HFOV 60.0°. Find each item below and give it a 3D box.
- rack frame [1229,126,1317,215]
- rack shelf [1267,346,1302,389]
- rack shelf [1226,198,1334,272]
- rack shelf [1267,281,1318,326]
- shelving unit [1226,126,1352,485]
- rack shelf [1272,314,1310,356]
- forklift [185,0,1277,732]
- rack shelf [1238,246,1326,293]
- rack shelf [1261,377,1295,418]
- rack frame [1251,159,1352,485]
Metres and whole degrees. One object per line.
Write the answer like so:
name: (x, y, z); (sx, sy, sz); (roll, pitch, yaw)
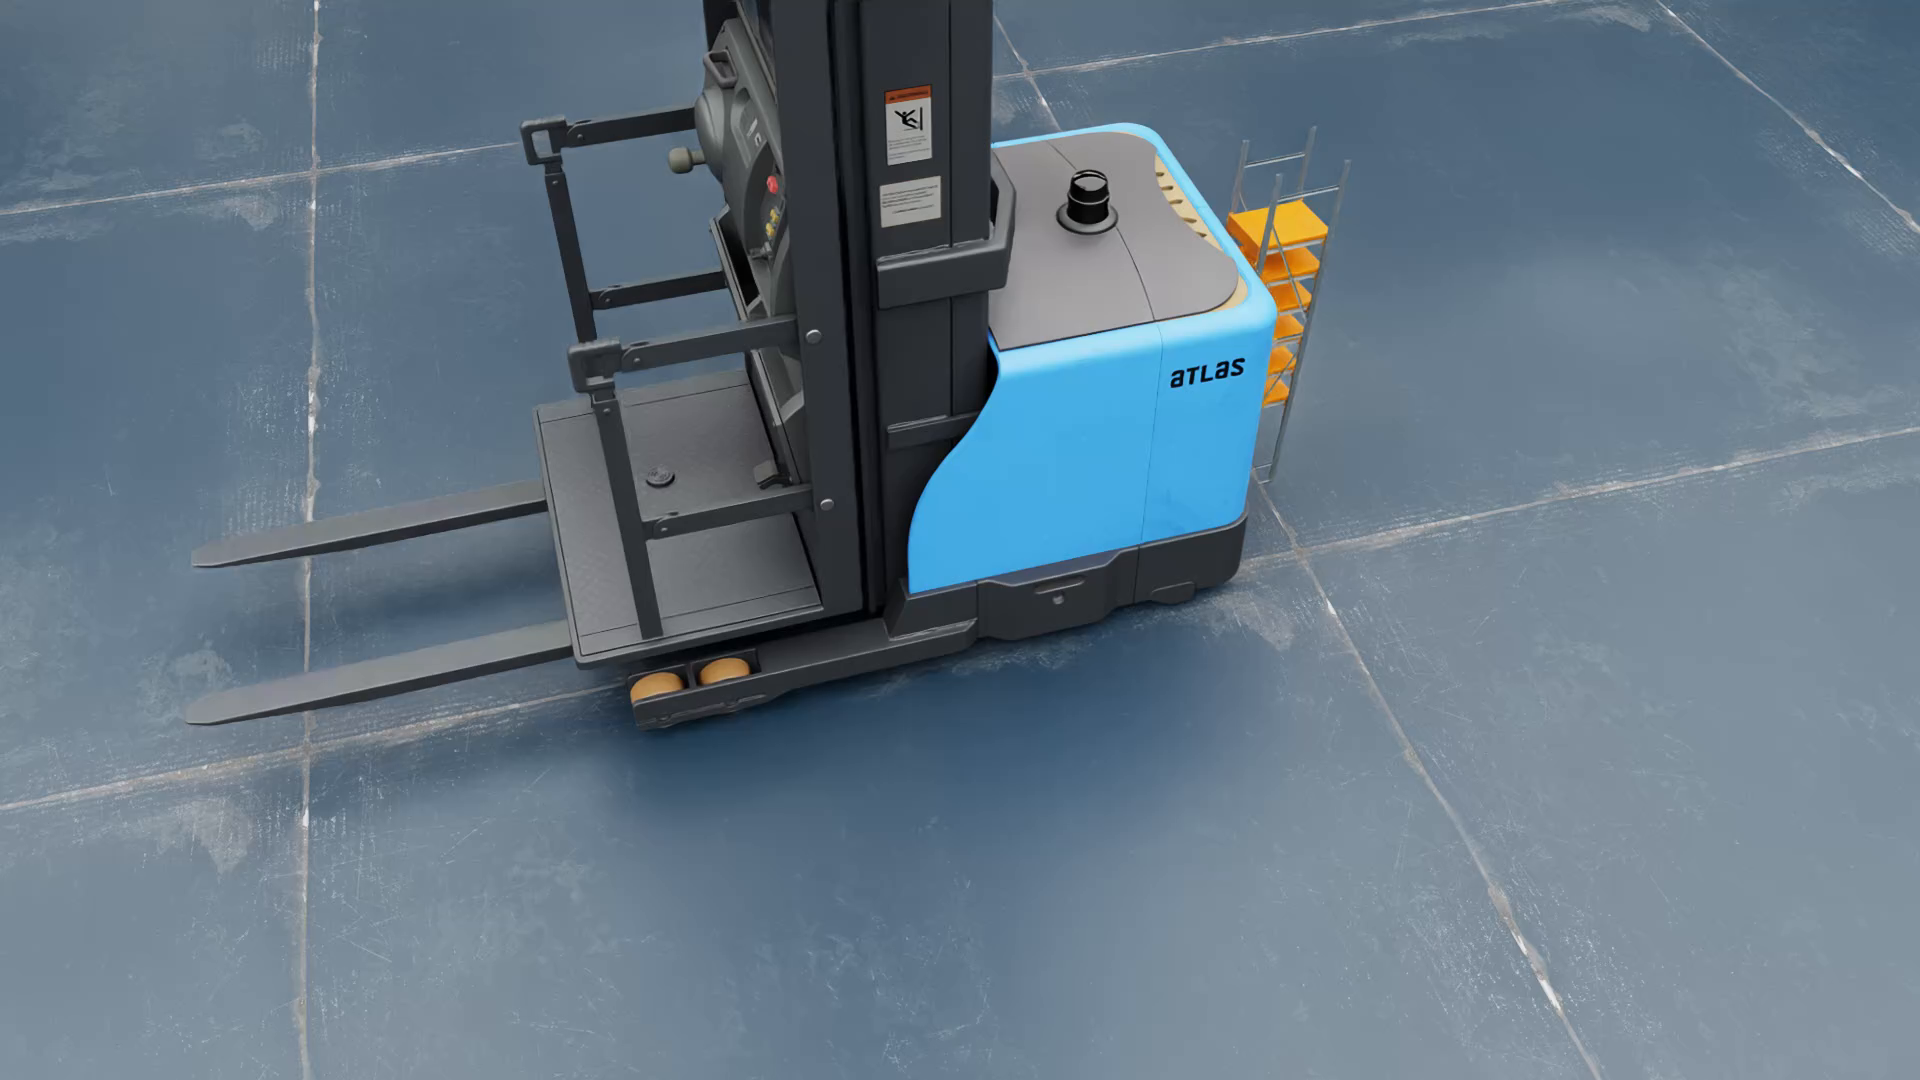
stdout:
rack frame: (0.871, -0.715, 5.101); (0.240, 1.200, 0.006); (-15, 47, -18)
rack shelf: (0.899, -0.537, 5.156); (0.258, 0.103, 0.180); (-15, 47, -18)
rack shelf: (0.922, -0.880, 4.821); (0.258, 0.103, 0.180); (-15, 47, -18)
rack shelf: (0.911, -0.709, 4.989); (0.258, 0.103, 0.180); (-15, 47, -18)
shelving unit: (0.907, -0.655, 5.042); (0.258, 1.200, 0.189); (-15, 47, -18)
rack shelf: (0.905, -0.623, 5.073); (0.258, 0.103, 0.180); (-15, 47, -18)
forklift: (-0.720, -0.914, 4.093); (3.031, 2.935, 1.130); (-12, 47, -11)
rack shelf: (0.917, -0.794, 4.905); (0.258, 0.103, 0.180); (-15, 47, -18)
rack shelf: (0.893, -0.451, 5.240); (0.258, 0.103, 0.180); (-15, 47, -18)
rack frame: (0.943, -0.595, 4.983); (0.240, 1.200, 0.006); (-15, 47, -18)
